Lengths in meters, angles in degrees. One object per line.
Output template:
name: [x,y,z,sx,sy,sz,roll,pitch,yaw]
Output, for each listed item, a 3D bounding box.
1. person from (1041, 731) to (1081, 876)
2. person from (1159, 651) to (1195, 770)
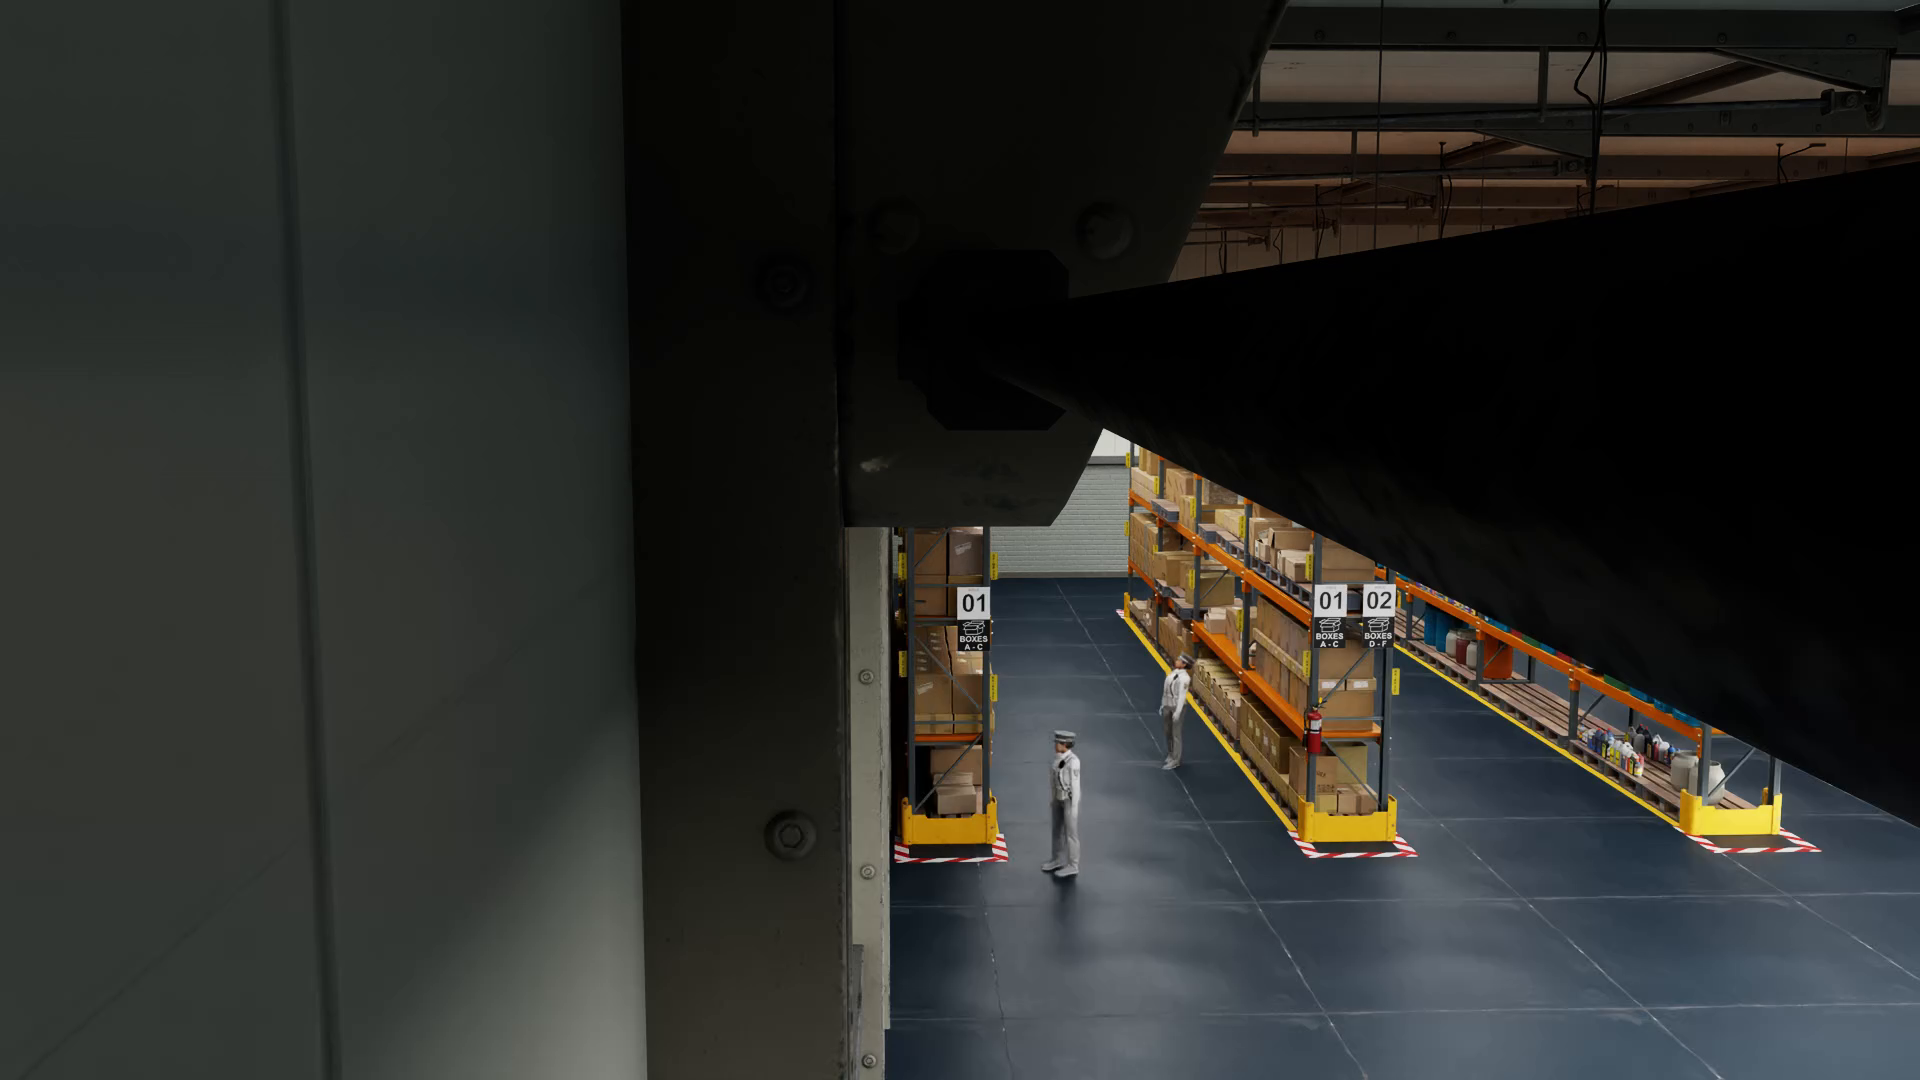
person: [1.179,3.034,19.294,0.399,1.675,0.520,-4,9,-31]
person: [3.091,2.439,24.052,0.588,1.688,0.497,-6,9,-39]
